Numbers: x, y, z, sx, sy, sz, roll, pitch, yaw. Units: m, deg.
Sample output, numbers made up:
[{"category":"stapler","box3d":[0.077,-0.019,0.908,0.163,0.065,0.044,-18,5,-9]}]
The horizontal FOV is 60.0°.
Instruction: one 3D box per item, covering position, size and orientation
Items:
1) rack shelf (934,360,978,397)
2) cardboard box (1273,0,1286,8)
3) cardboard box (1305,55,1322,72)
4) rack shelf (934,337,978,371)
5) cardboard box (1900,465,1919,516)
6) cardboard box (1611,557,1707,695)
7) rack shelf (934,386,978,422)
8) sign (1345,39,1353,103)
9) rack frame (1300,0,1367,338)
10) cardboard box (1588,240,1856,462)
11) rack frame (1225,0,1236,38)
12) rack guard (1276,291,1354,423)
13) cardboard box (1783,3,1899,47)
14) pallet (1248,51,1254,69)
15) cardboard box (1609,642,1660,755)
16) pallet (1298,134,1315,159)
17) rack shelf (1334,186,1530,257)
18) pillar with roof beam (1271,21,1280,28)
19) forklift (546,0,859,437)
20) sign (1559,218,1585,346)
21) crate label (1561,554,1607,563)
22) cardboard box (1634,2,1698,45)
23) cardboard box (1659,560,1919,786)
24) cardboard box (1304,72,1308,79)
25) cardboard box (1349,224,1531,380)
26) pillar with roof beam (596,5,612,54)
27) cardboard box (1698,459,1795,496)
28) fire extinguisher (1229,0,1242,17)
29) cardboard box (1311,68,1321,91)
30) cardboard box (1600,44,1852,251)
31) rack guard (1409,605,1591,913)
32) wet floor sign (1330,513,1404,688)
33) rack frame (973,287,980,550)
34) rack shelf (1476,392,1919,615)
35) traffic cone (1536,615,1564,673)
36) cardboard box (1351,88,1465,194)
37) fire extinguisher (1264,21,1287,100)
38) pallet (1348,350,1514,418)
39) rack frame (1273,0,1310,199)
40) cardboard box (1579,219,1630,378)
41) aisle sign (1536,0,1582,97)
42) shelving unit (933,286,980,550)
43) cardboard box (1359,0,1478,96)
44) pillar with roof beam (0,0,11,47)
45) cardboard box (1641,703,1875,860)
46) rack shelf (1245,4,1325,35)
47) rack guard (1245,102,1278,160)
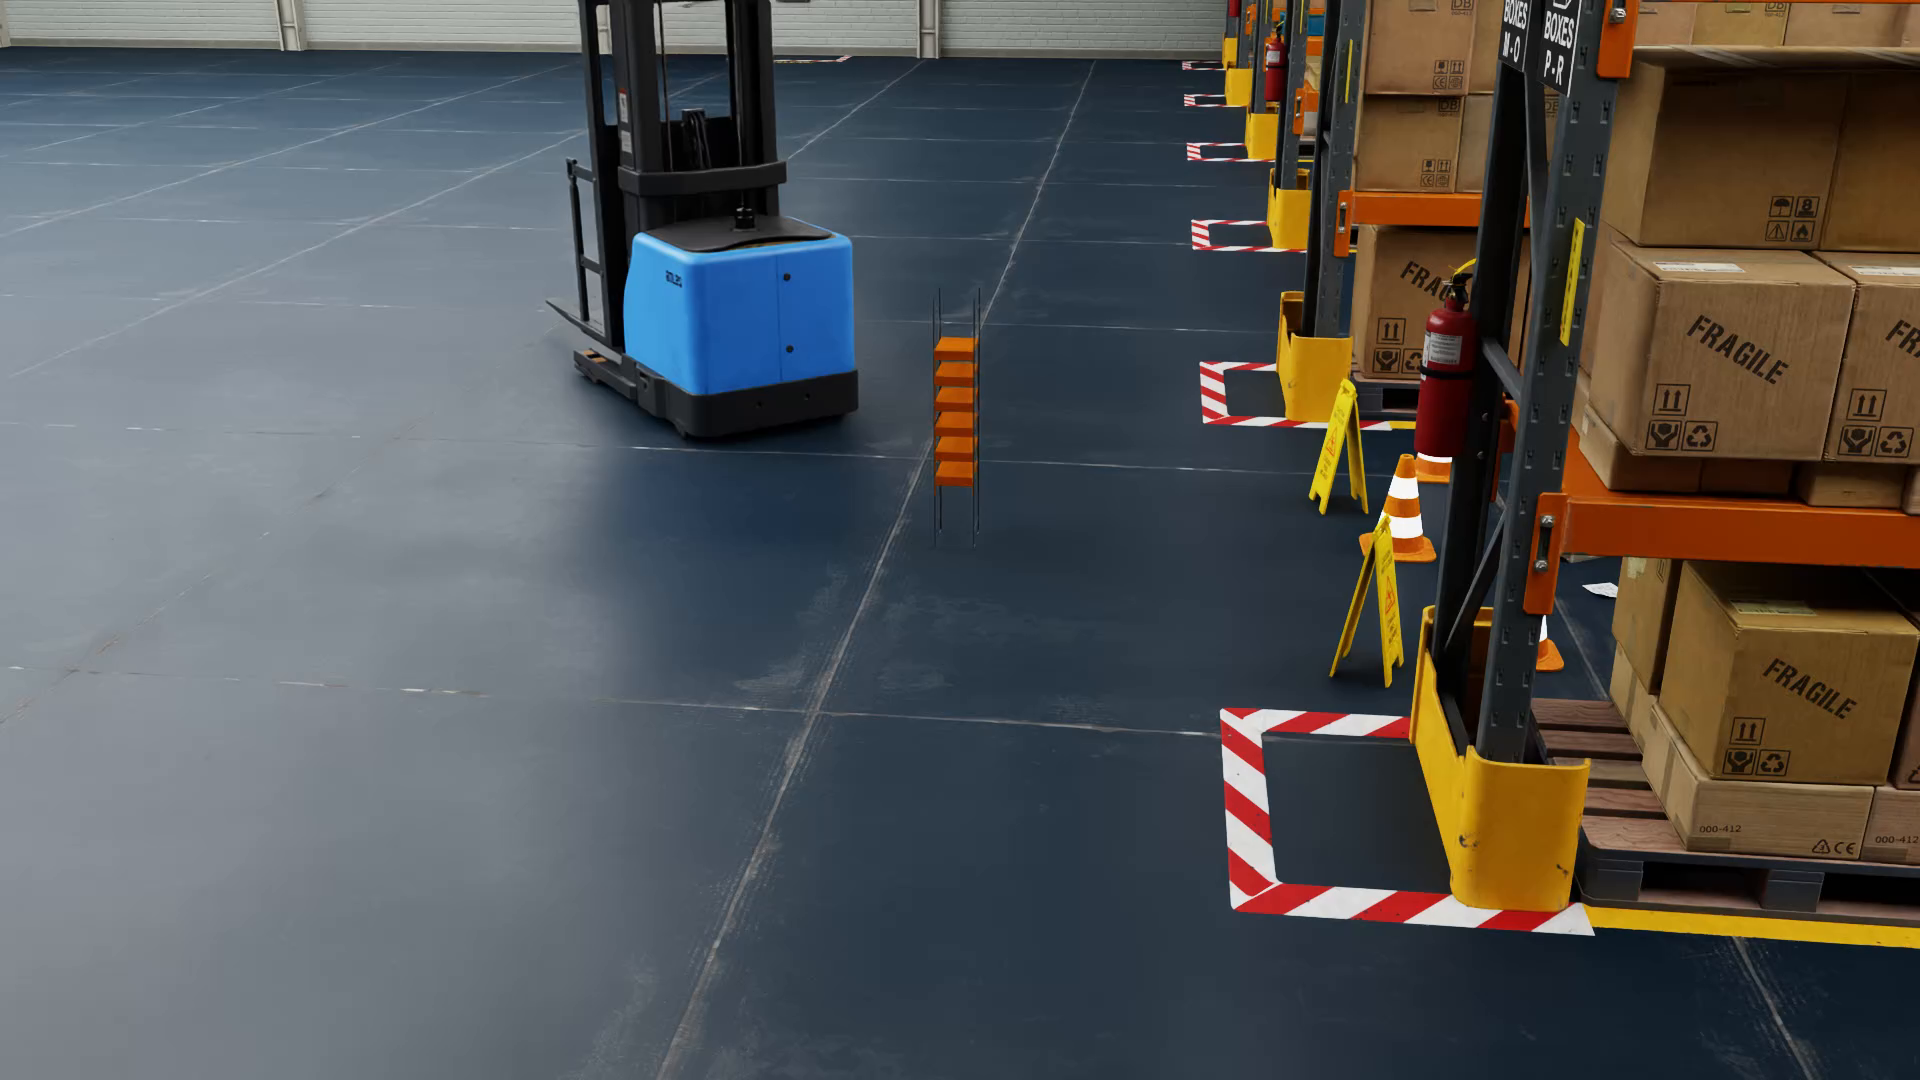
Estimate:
[{"category":"rack shelf","box3d":[-0.014,-0.740,7.649,0.180,0.103,0.258,2,22,6]},{"category":"cardboard box","box3d":[4.484,-7.736,23.293,0.500,0.500,0.700,3,22,6]},{"category":"cardboard box","box3d":[5.025,-6.855,23.347,0.500,0.500,0.500,2,22,6]},{"category":"rack shelf","box3d":[-0.014,-0.852,7.605,0.180,0.103,0.258,2,22,6]},{"category":"cardboard box","box3d":[2.752,-0.198,4.703,0.250,0.149,0.380,3,22,7]},{"category":"cardboard box","box3d":[2.513,0.194,5.518,0.500,0.500,0.500,3,22,7]},{"category":"rack shelf","box3d":[-0.014,-0.629,7.693,0.180,0.103,0.258,2,22,6]},{"category":"sign","box3d":[2.097,-2.529,8.971,0.005,0.325,0.100,2,22,6]},{"category":"rack frame","box3d":[2.168,-2.292,9.656,0.127,3.000,1.000,2,22,6]},{"category":"cardboard box","box3d":[2.124,-0.543,4.693,0.500,0.500,0.500,2,22,5]},{"category":"rack frame","box3d":[4.601,-9.524,27.949,0.127,3.000,1.000,2,22,6]},{"category":"rack guard","box3d":[2.145,-1.130,10.119,0.348,0.500,1.175,2,22,6]},{"category":"cardboard box","box3d":[4.698,-2.774,9.203,0.550,0.550,0.875,2,22,6]},{"category":"pallet","box3d":[5.479,-8.175,28.332,1.213,0.211,1.003,2,22,6]},{"category":"cardboard box","box3d":[2.544,0.541,5.660,0.500,0.250,0.500,2,22,6]},{"category":"pallet","box3d":[4.323,-4.586,19.254,1.213,0.211,1.003,2,22,6]},{"category":"rack shelf","box3d":[4.155,-1.871,9.570,4.000,0.370,1.077,2,22,6]},{"category":"pillar with roof beam","box3d":[4.892,-11.027,23.593,0.400,9.000,9.100,2,22,6]},{"category":"forklift","box3d":[-1.796,-2.423,10.083,1.130,2.935,3.031,-13,25,-29]},{"category":"sign","box3d":[1.623,-0.684,4.414,0.005,0.325,0.100,2,22,6]},{"category":"crate label","box3d":[2.846,-0.010,7.778,0.298,0.136,0.250,-9,23,-22]},{"category":"cardboard box","box3d":[3.630,-2.769,9.192,0.550,0.550,0.875,2,22,6]},{"category":"cardboard box","box3d":[2.478,0.391,5.019,0.500,0.500,0.500,2,22,4]},{"category":"cardboard box","box3d":[5.025,-6.507,23.487,0.500,0.250,0.500,2,22,6]},{"category":"cardboard box","box3d":[2.850,-1.494,9.957,0.875,0.875,0.875,3,22,7]},{"category":"pillar with roof beam","box3d":[-7.025,-11.546,24.906,0.400,9.000,9.100,2,22,6]},{"category":"cardboard box","box3d":[2.252,-0.267,4.877,0.250,0.149,0.380,3,22,7]},{"category":"fire extinguisher","box3d":[3.959,-7.854,23.830,0.183,0.674,0.296,2,22,6]},{"category":"cardboard box","box3d":[3.107,-3.882,14.021,0.250,0.149,0.380,2,22,6]},{"category":"cardboard box","box3d":[2.219,-1.187,4.963,0.500,0.500,0.700,2,22,5]},{"category":"rack guard","box3d":[1.762,0.686,5.525,0.348,0.500,1.175,2,22,6]},{"category":"wet floor sign","box3d":[1.624,0.216,6.516,0.232,0.644,0.267,11,24,25]},{"category":"rack frame","box3d":[0.076,-0.555,7.711,0.006,1.200,0.240,2,22,6]},{"category":"rack shelf","box3d":[3.672,-0.059,4.987,4.000,0.370,1.077,2,22,6]},{"category":"traffic cone","box3d":[2.265,0.247,6.685,0.334,0.463,0.336,2,22,6]},{"category":"cardboard box","box3d":[2.542,-2.362,9.630,0.550,0.550,0.875,2,22,6]},{"category":"fire extinguisher","box3d":[2.793,-4.235,14.678,0.183,0.674,0.296,2,22,6]},{"category":"pallet","box3d":[2.972,-0.989,10.154,1.213,0.211,1.003,2,22,6]},{"category":"rack frame","box3d":[2.853,-4.098,14.226,0.127,3.000,1.000,2,22,6]},{"category":"cardboard box","box3d":[2.258,-0.742,5.196,0.500,0.500,0.500,2,22,5]},{"category":"aisle sign","box3d":[1.588,-1.578,4.316,0.004,0.787,0.394,2,22,6]},{"category":"shelving unit","box3d":[-0.014,-0.559,7.721,0.189,1.200,0.258,2,22,6]},{"category":"cardboard box","box3d":[2.532,-2.833,9.354,0.550,0.550,0.875,2,22,6]},{"category":"pillar with roof beam","box3d":[-18.942,-12.066,26.219,0.400,9.000,9.100,2,22,6]},{"category":"cardboard box","box3d":[2.455,0.739,5.159,0.500,0.250,0.500,2,22,6]},{"category":"rack shelf","box3d":[6.008,-7.294,23.287,4.000,0.370,1.077,2,22,6]},{"category":"rack guard","box3d":[3.516,-4.758,19.295,0.348,0.500,1.175,2,22,6]}]
